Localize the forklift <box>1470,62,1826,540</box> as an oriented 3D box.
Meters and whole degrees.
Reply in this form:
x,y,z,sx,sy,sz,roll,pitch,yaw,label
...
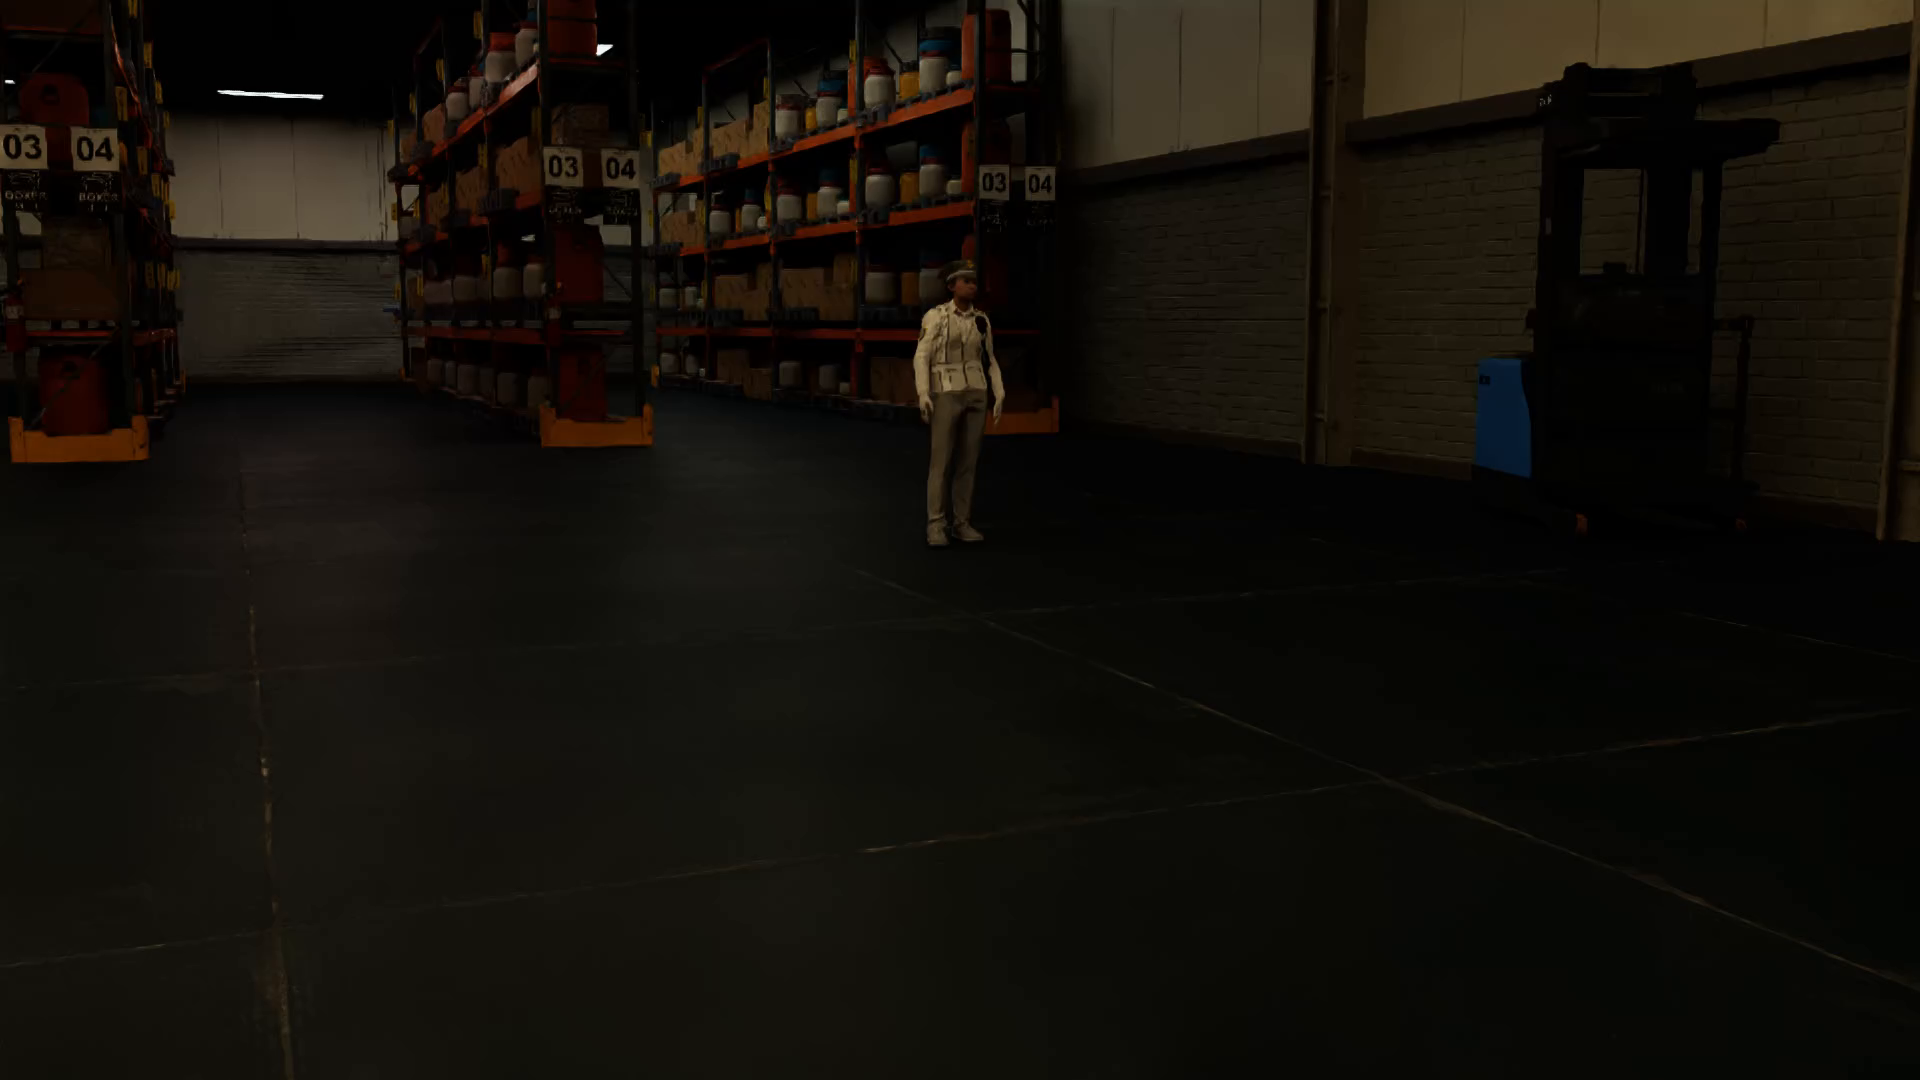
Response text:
x,y,z,sx,sy,sz,roll,pitch,yaw,label
4.253,-1.497,10.296,1.130,2.935,3.031,0,8,-4,forklift

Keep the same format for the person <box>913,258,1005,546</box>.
x,y,z,sx,sy,sz,roll,pitch,yaw,label
0.021,-0.839,9.978,0.586,1.695,0.533,-3,8,-23,person
